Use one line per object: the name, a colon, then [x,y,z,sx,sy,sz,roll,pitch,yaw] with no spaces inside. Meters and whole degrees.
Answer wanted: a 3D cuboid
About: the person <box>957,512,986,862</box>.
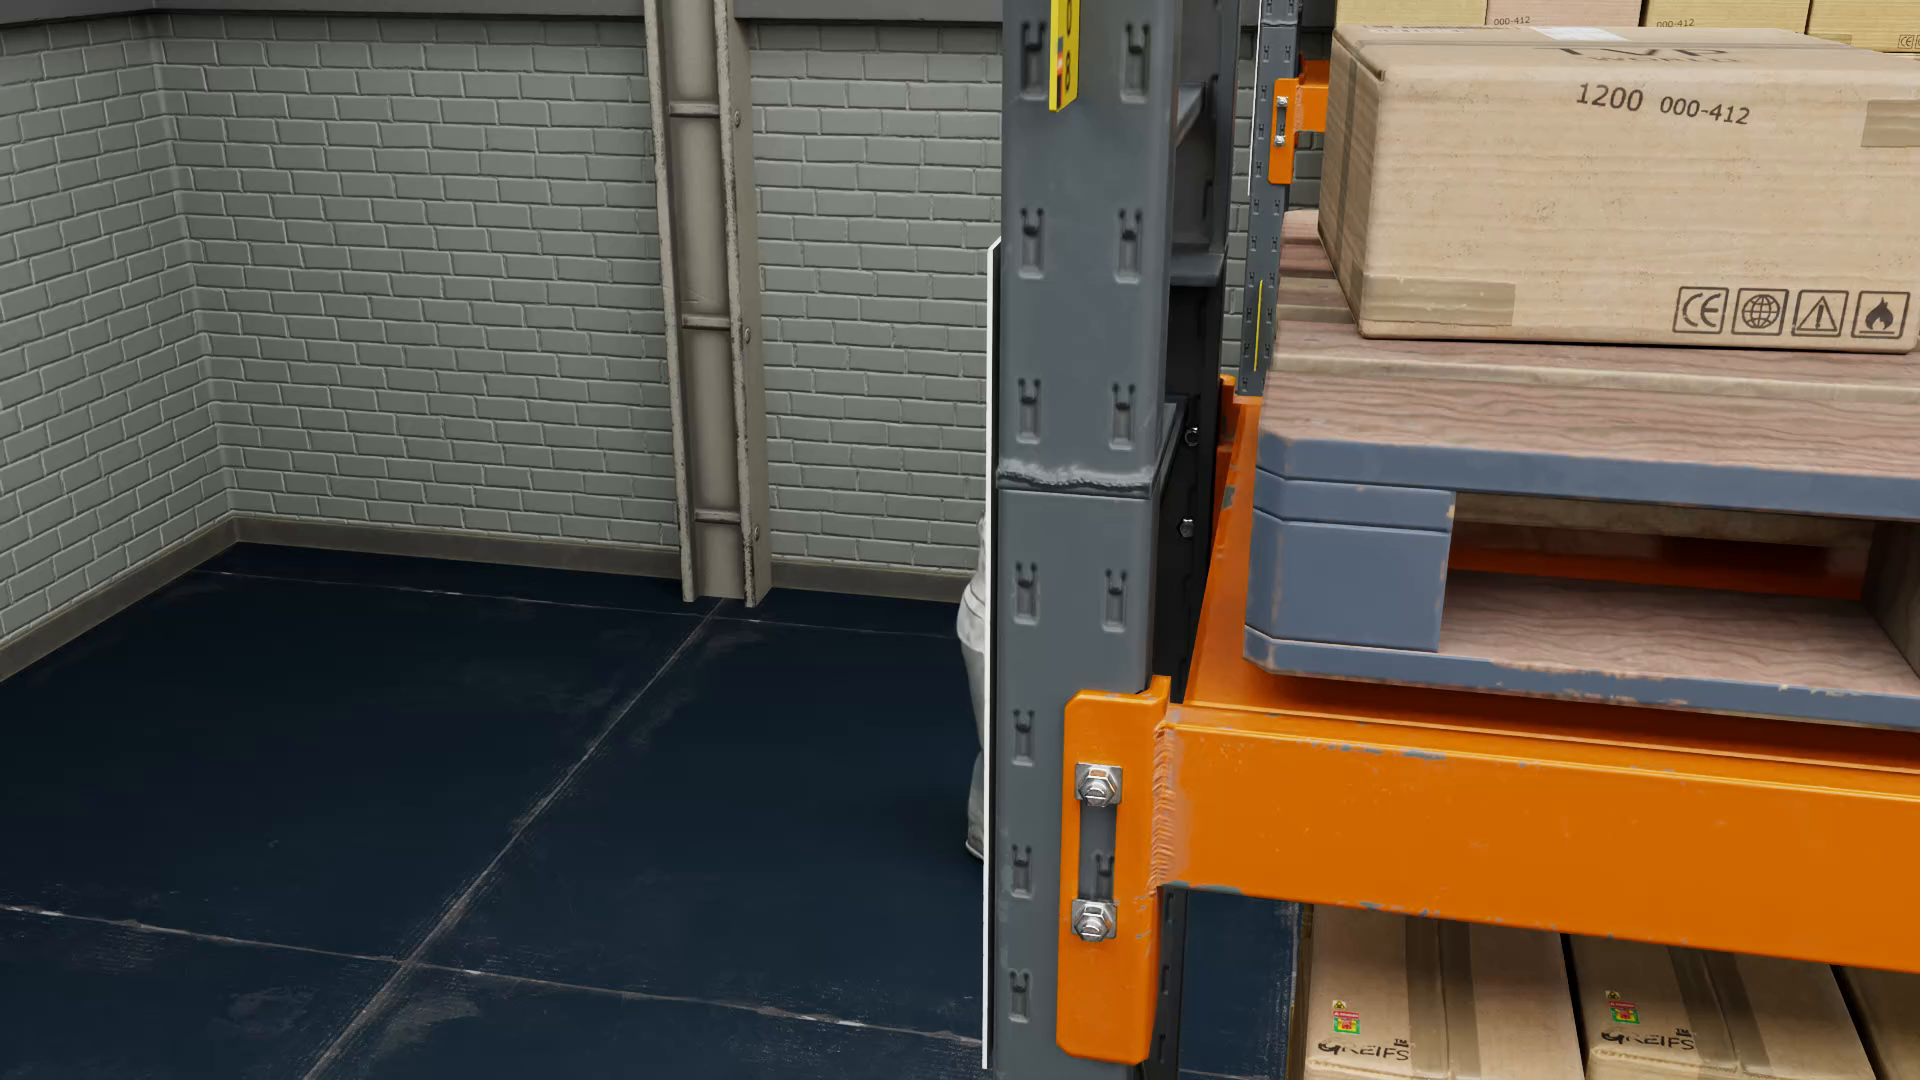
person: [0.288,0.395,6.092,0.588,1.743,0.484,20,29,41]
